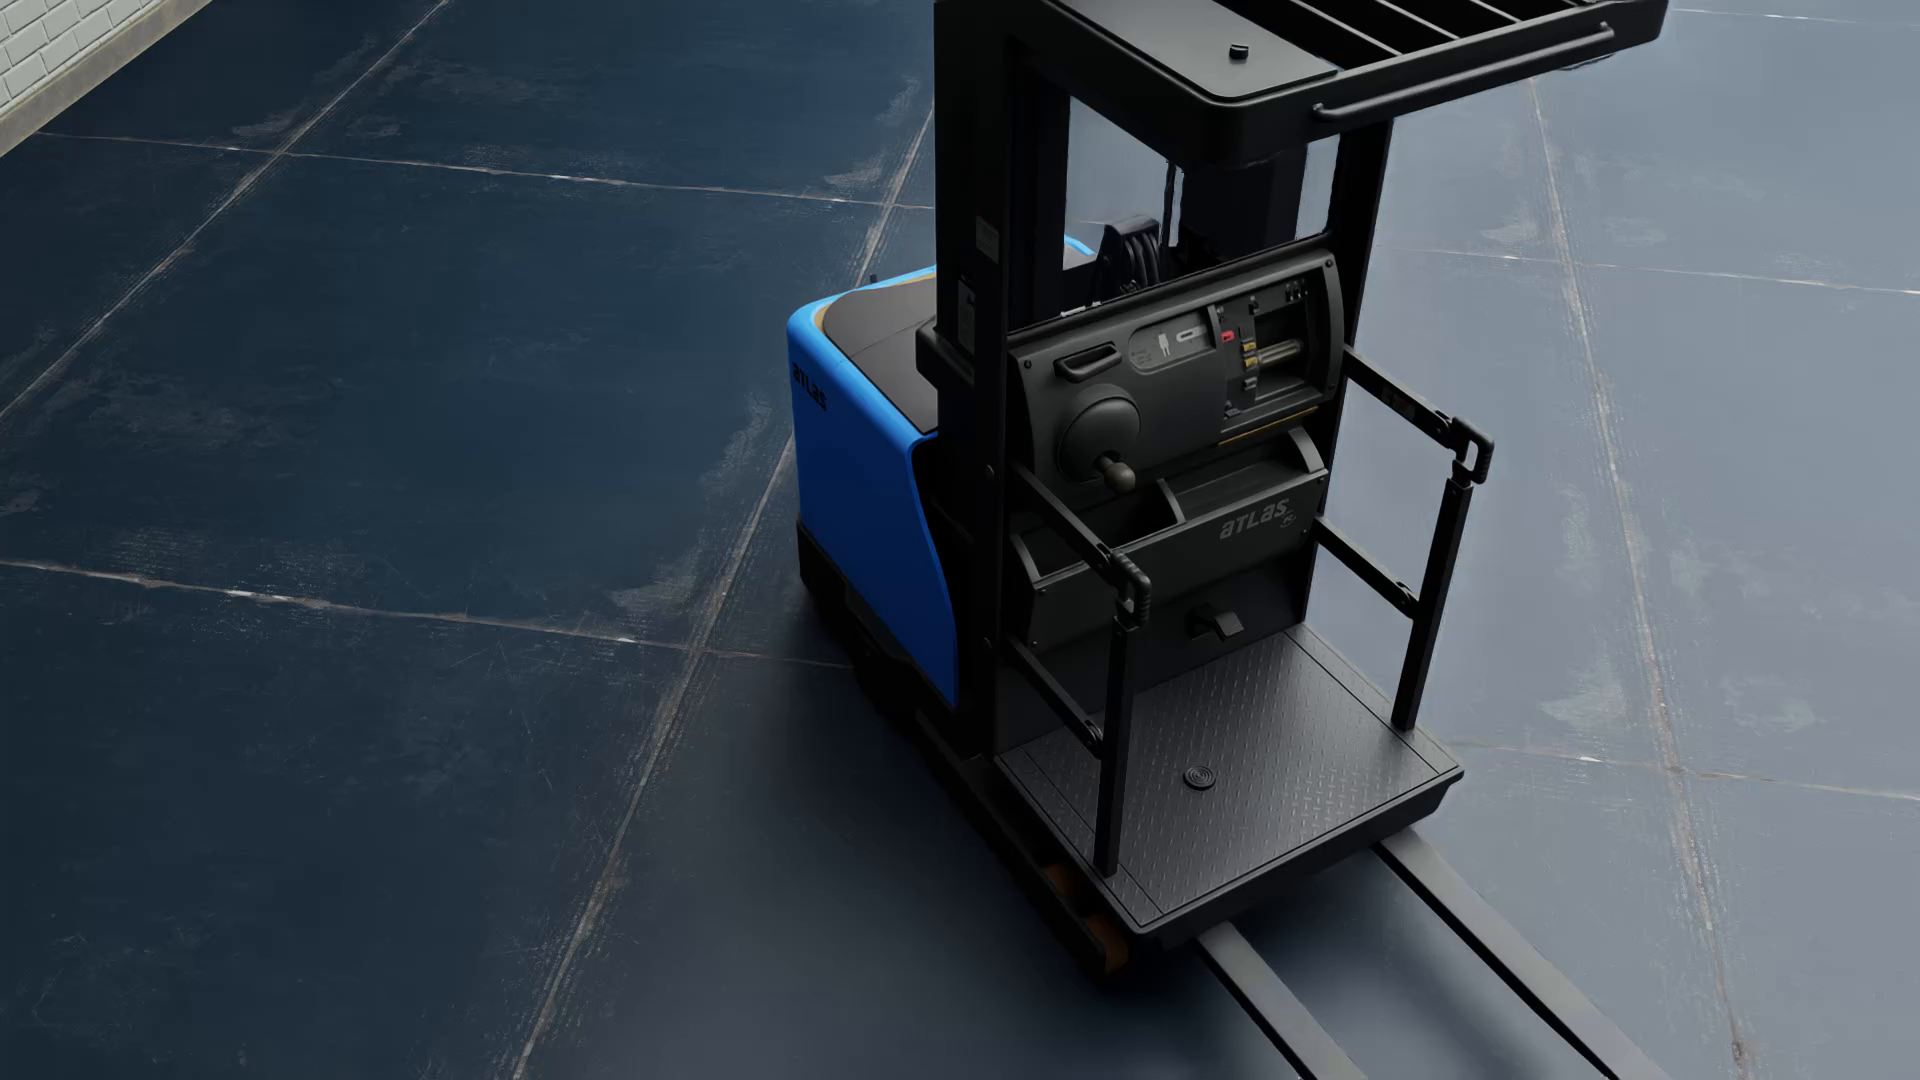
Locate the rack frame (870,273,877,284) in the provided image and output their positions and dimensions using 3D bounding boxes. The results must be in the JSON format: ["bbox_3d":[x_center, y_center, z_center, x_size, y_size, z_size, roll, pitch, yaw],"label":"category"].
[{"bbox_3d":[-0.174,-0.532,5.687,0.240,0.900,0.006,-10,41,-12],"label":"rack frame"}]

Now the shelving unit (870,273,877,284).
[{"bbox_3d":[-0.147,-0.470,5.612,0.258,0.900,0.210,-10,41,-12],"label":"shelving unit"}]

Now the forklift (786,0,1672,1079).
[{"bbox_3d":[0.655,-0.330,3.849,1.130,2.935,3.031,-21,44,-23],"label":"forklift"}]
